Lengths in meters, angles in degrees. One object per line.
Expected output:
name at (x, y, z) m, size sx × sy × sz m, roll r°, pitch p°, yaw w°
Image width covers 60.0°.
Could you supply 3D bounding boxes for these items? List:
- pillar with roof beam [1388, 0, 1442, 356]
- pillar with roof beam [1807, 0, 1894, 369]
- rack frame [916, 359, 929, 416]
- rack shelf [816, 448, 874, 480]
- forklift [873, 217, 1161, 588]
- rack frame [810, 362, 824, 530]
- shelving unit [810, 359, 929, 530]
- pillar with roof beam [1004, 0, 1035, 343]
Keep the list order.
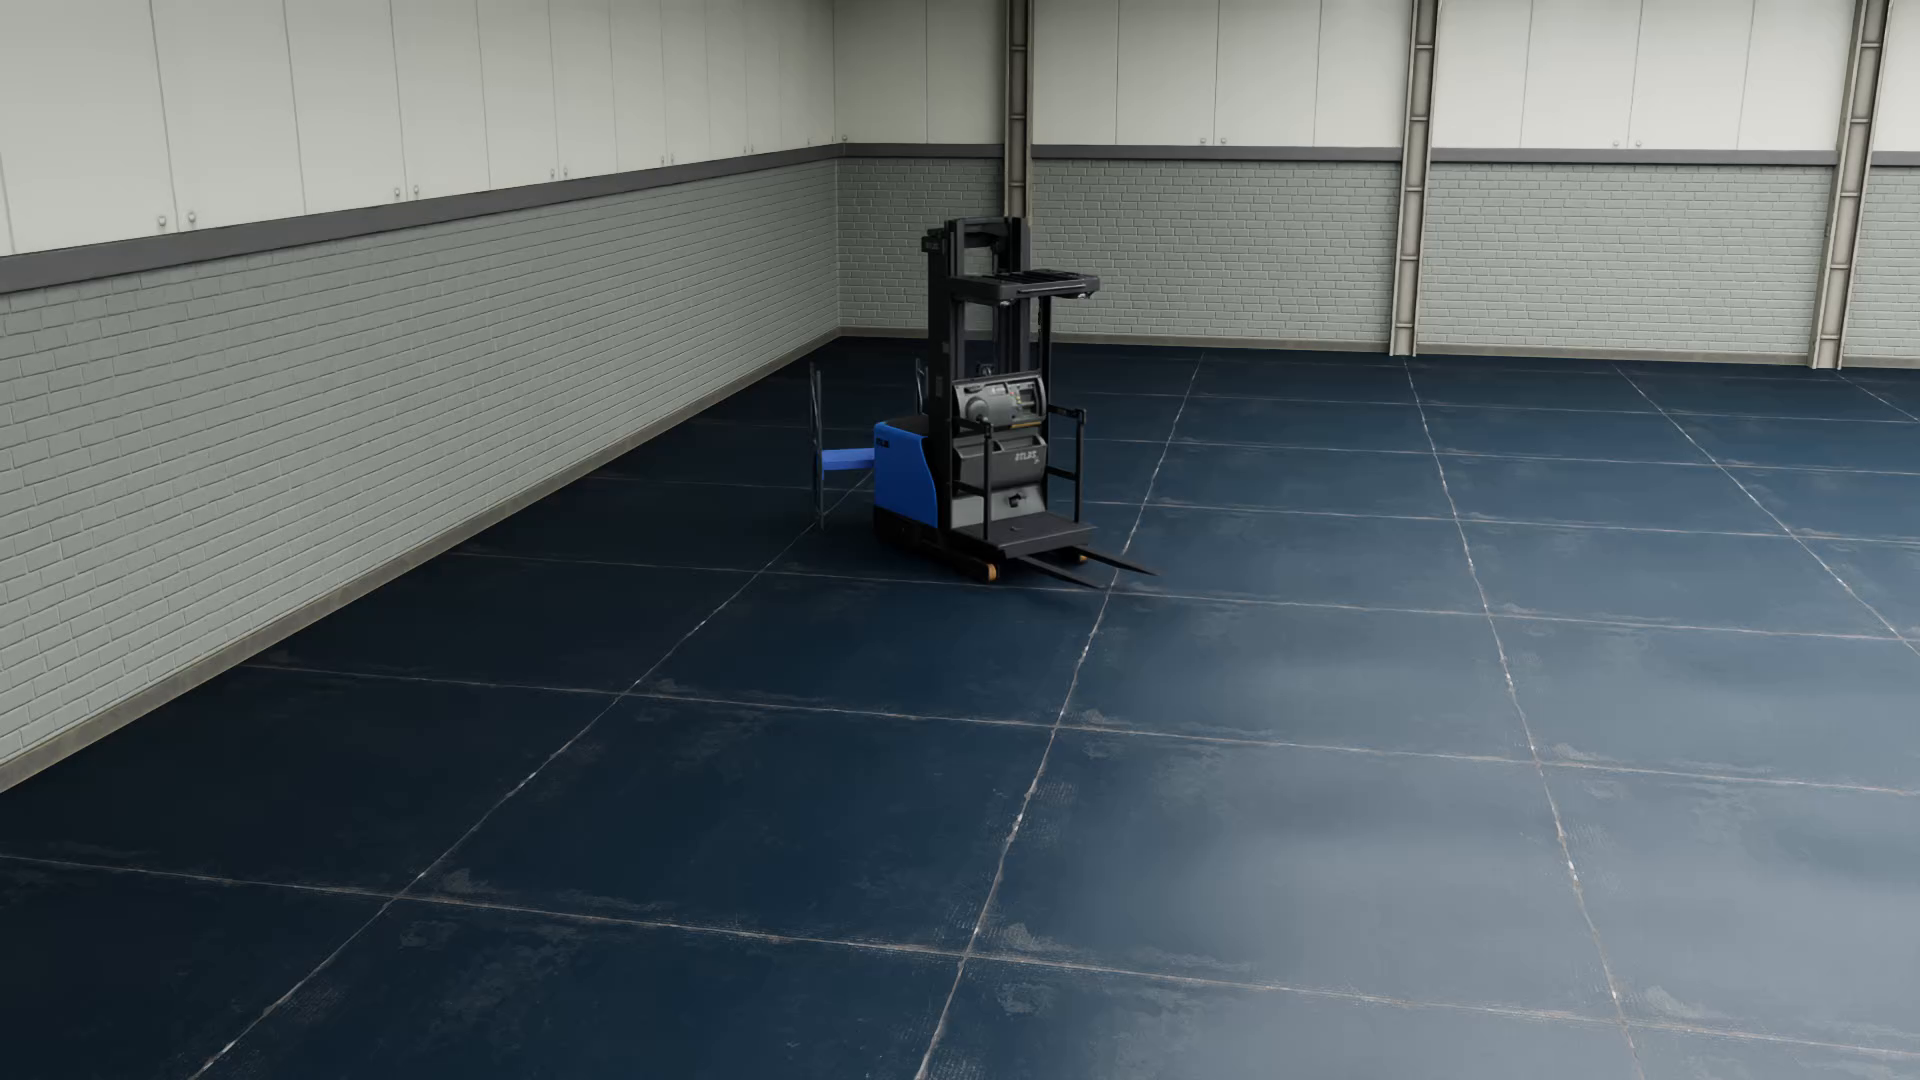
pillar with roof beam at (5.936, -6.065, 20.289) m, size 0.400 × 9.000 × 9.100 m, roll 3°, pitch 16°, yaw 11°
pillar with roof beam at (11.816, -5.746, 19.137) m, size 0.400 × 9.000 × 9.100 m, roll 3°, pitch 16°, yaw 11°
rack frame at (-0.355, -0.944, 15.850) m, size 0.032 × 1.500 × 0.500 m, roll -3°, pitch 16°, yaw -12°
rack shelf at (-0.852, -0.742, 15.792) m, size 1.000 × 0.185 × 0.538 m, roll -3°, pitch 16°, yaw -12°
forklift at (0.472, -1.203, 14.102) m, size 1.130 × 2.935 × 3.031 m, roll -11°, pitch 19°, yaw -34°
rack frame at (-1.348, -0.886, 15.638) m, size 0.032 × 1.500 × 0.500 m, roll -3°, pitch 16°, yaw -12°
shelving unit at (-0.852, -0.915, 15.744) m, size 1.048 × 1.500 × 0.538 m, roll -3°, pitch 16°, yaw -12°
pillar with roof beam at (0.056, -6.384, 21.441) m, size 0.400 × 9.000 × 9.100 m, roll 3°, pitch 16°, yaw 11°
